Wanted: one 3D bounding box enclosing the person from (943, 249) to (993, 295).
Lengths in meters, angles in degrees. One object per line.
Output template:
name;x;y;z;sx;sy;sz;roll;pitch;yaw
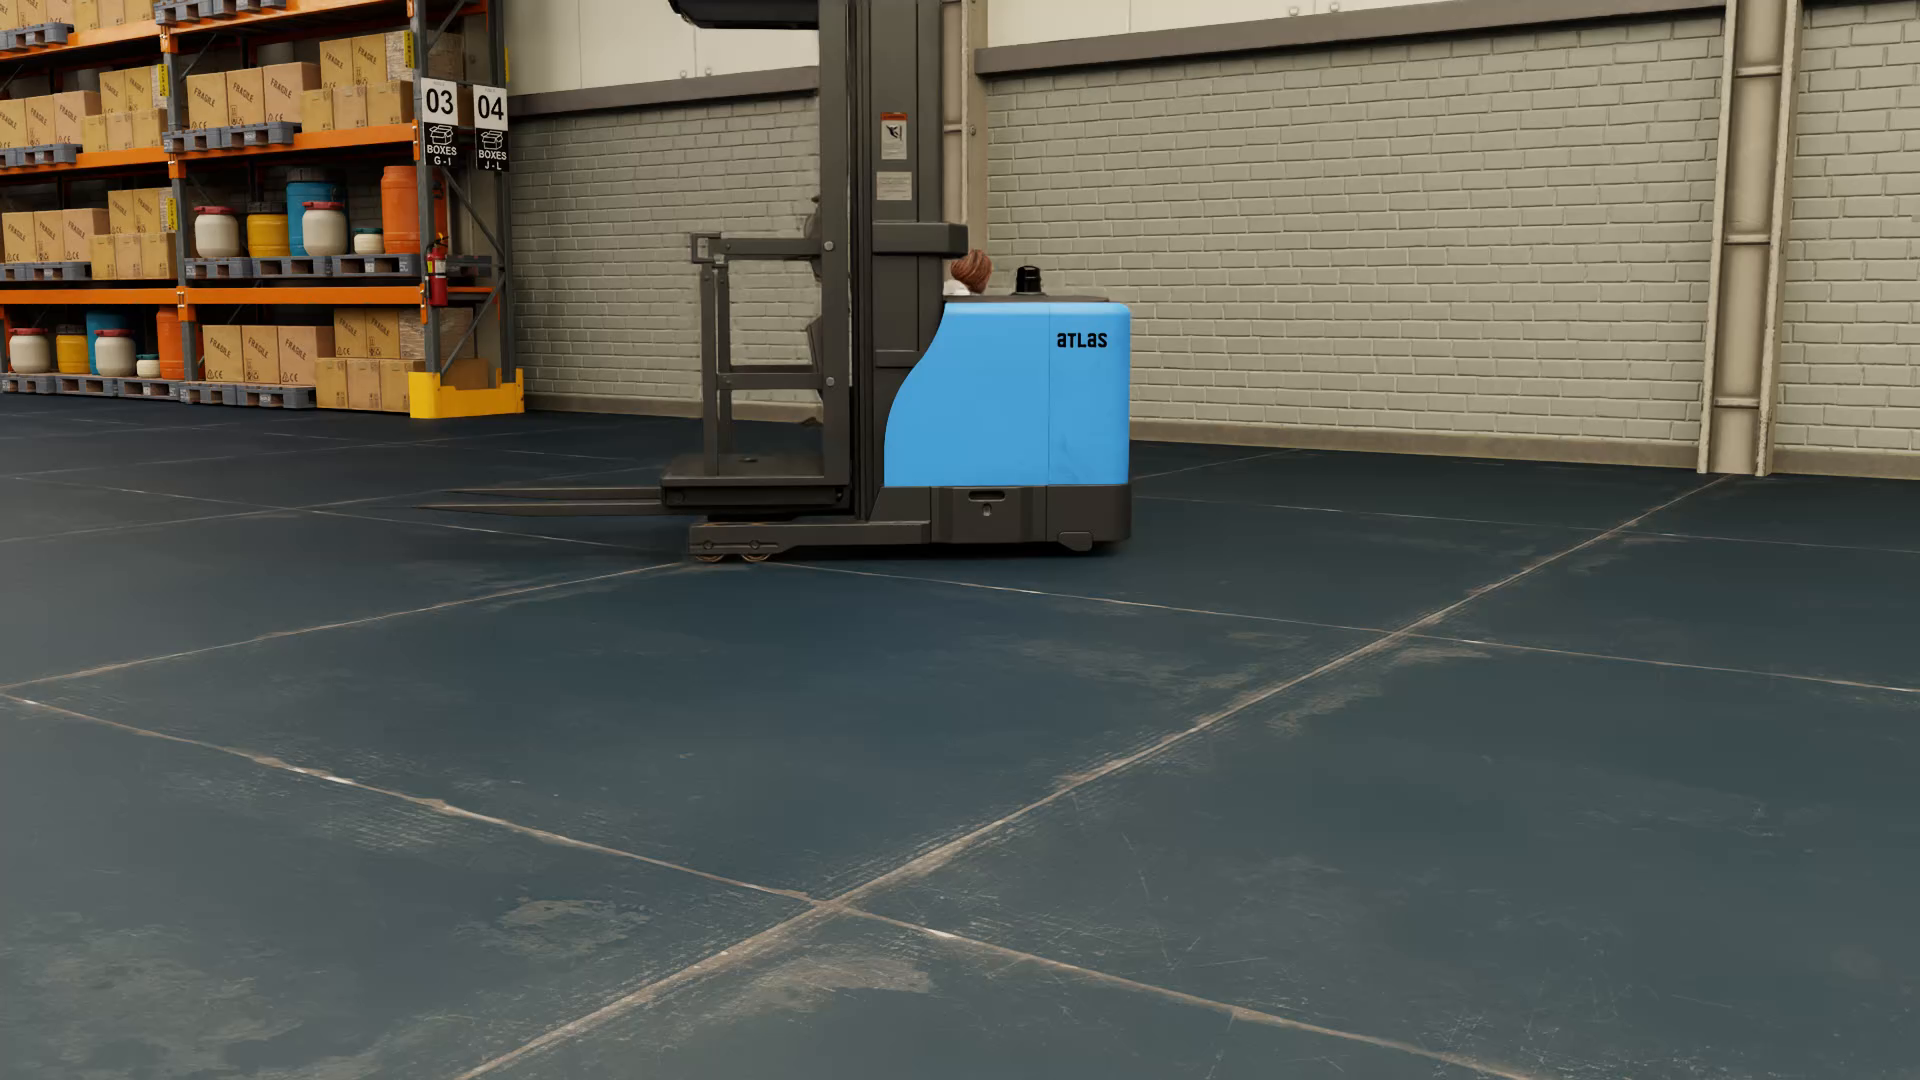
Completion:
person;0.117;-0.837;8.727;0.839;1.364;0.915;-5;9;-30

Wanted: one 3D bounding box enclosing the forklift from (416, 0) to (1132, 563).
forklift;-0.808;-1.433;7.272;3.031;2.935;1.130;-1;8;-4
